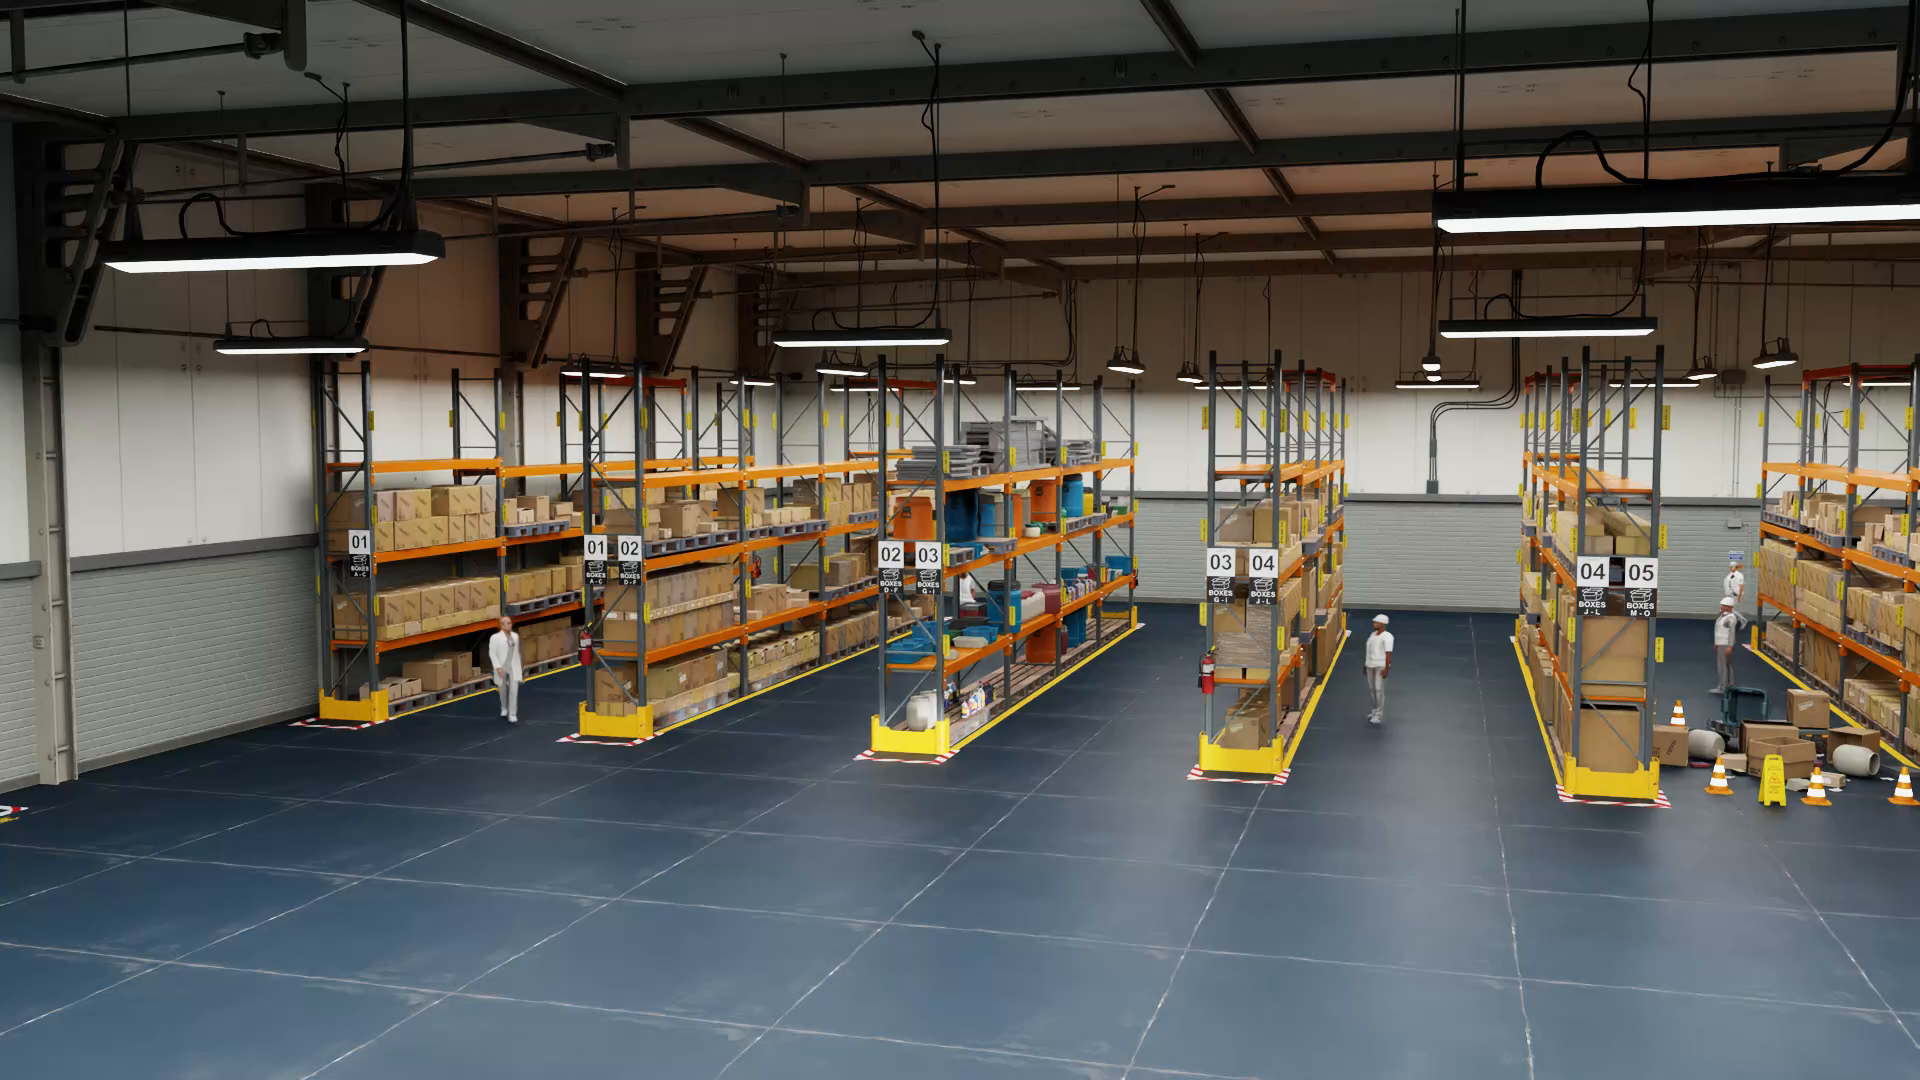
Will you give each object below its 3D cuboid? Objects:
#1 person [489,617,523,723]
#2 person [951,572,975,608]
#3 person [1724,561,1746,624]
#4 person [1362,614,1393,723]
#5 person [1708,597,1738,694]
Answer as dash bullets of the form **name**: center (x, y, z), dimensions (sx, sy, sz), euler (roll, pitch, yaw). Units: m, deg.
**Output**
- **person**: center (-7.554, 2.145, 27.692), dimensions (0.530, 1.720, 1.158), euler (-1, 4, -11)
- **person**: center (0.049, 1.426, 37.923), dimensions (0.614, 1.697, 1.035), euler (1, 4, 14)
- **person**: center (18.440, 1.304, 39.602), dimensions (0.464, 1.588, 0.480), euler (1, 4, 9)
- **person**: center (6.937, 2.135, 27.910), dimensions (0.622, 1.771, 0.606), euler (-3, 5, -36)
- **person**: center (14.078, 1.934, 30.636), dimensions (0.443, 1.775, 0.562), euler (2, 5, 29)
